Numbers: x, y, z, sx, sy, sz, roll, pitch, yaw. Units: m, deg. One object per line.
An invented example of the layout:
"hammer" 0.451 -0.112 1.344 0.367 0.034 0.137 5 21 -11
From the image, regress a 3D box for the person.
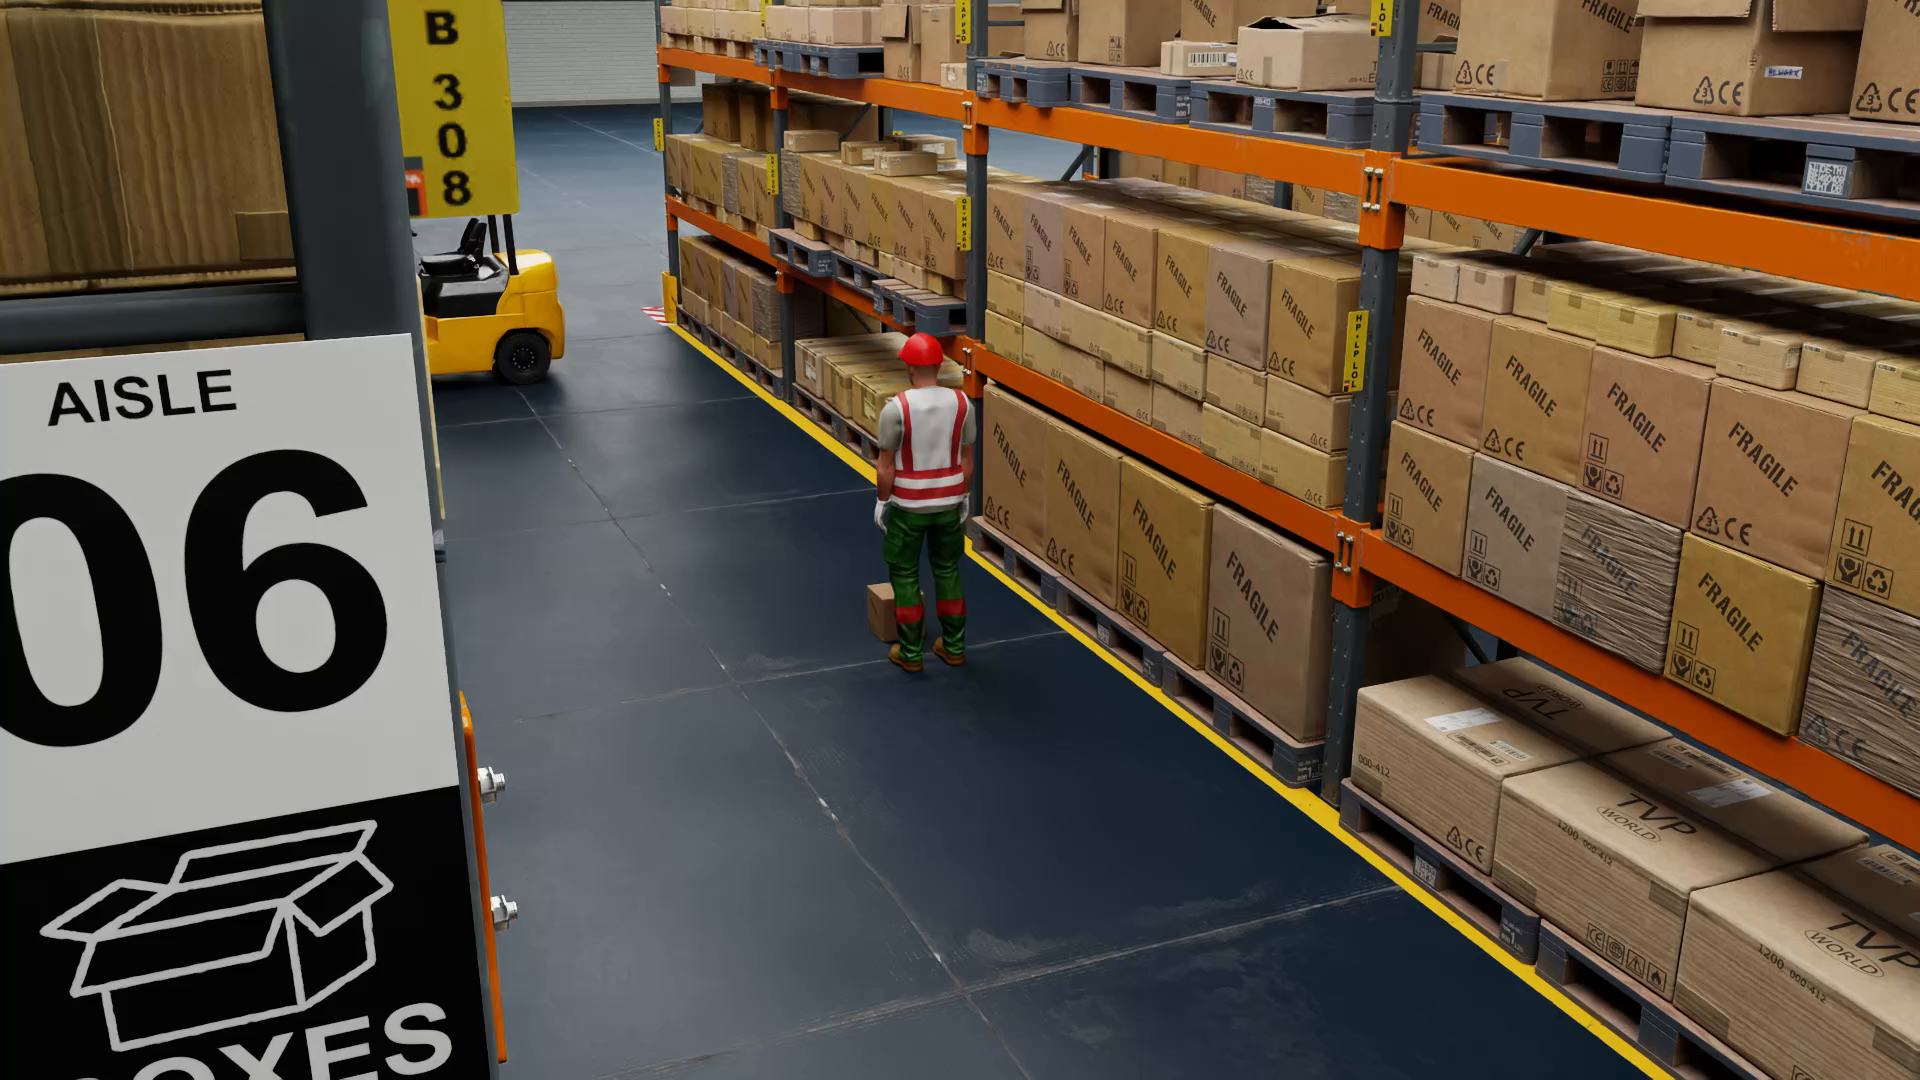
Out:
"person" -0.186 -0.192 8.606 0.529 1.779 0.347 -7 20 -20
